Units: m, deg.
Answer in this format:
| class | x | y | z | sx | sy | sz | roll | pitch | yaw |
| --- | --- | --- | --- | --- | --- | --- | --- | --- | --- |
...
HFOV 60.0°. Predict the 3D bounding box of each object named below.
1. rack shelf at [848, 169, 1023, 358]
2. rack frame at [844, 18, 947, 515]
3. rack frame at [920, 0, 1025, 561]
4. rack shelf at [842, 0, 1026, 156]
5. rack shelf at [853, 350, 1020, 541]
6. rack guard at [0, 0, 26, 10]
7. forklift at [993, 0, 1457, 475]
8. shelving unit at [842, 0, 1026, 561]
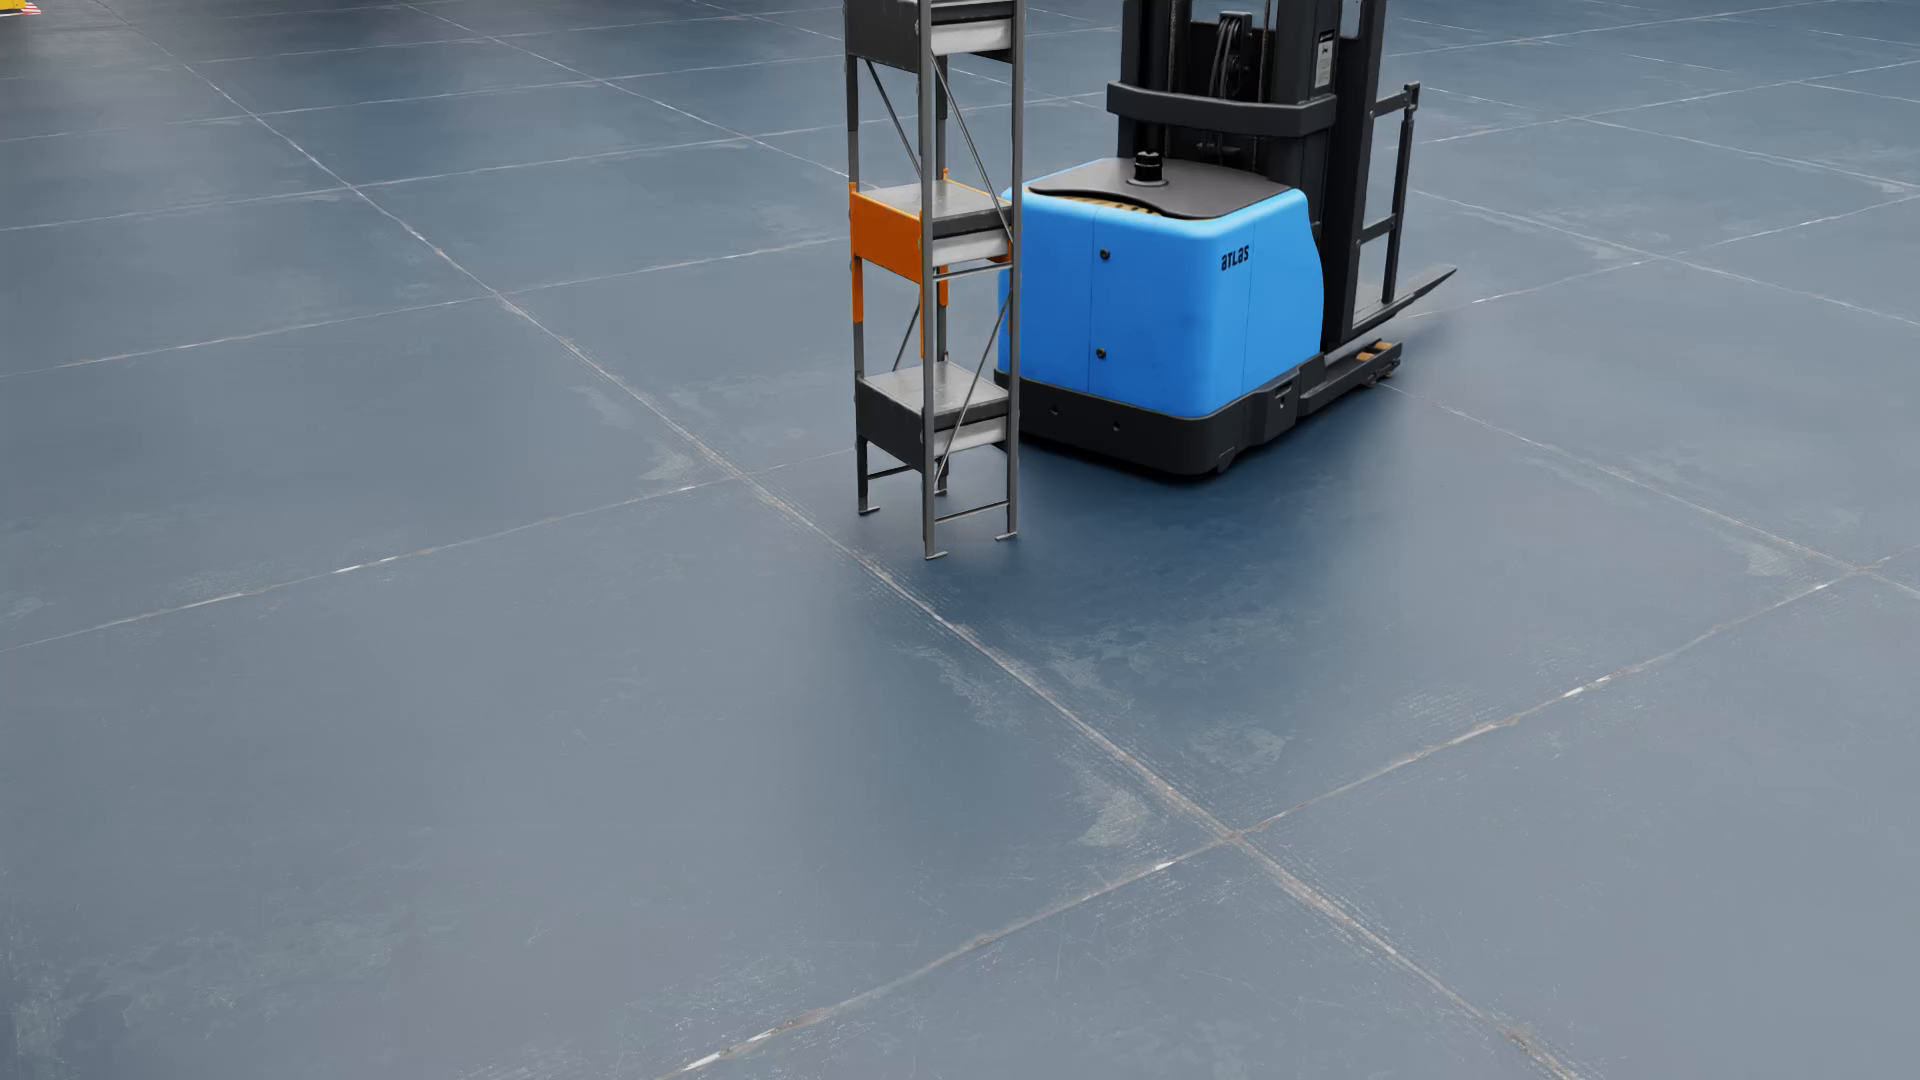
| class | x | y | z | sx | sy | sz | roll | pitch | yaw |
| --- | --- | --- | --- | --- | --- | --- | --- | --- | --- |
| rack shelf | -0.090 | -0.996 | 5.933 | 0.431 | 0.518 | 0.480 | -16 | 29 | -30 |
| rack frame | -0.224 | -1.096 | 6.112 | 0.400 | 2.100 | 0.015 | -16 | 29 | -30 |
| rack frame | 0.043 | -0.921 | 5.742 | 0.400 | 2.100 | 0.015 | -16 | 29 | -30 |
| rack shelf | -0.090 | -1.629 | 5.634 | 0.431 | 0.518 | 0.480 | -16 | 29 | -30 |
| rack shelf | -0.090 | -0.363 | 6.232 | 0.431 | 0.518 | 0.480 | -16 | 29 | -30 |
| rack guard | -11.465 | -6.355 | 19.126 | 1.175 | 0.500 | 0.348 | -16 | 29 | -30 |
| forklift | 1.441 | -2.148 | 7.366 | 1.130 | 2.935 | 3.031 | 18 | 31 | 34 |
| shelving unit | -0.090 | -1.009 | 5.927 | 0.431 | 2.100 | 0.503 | -16 | 29 | -30 |
